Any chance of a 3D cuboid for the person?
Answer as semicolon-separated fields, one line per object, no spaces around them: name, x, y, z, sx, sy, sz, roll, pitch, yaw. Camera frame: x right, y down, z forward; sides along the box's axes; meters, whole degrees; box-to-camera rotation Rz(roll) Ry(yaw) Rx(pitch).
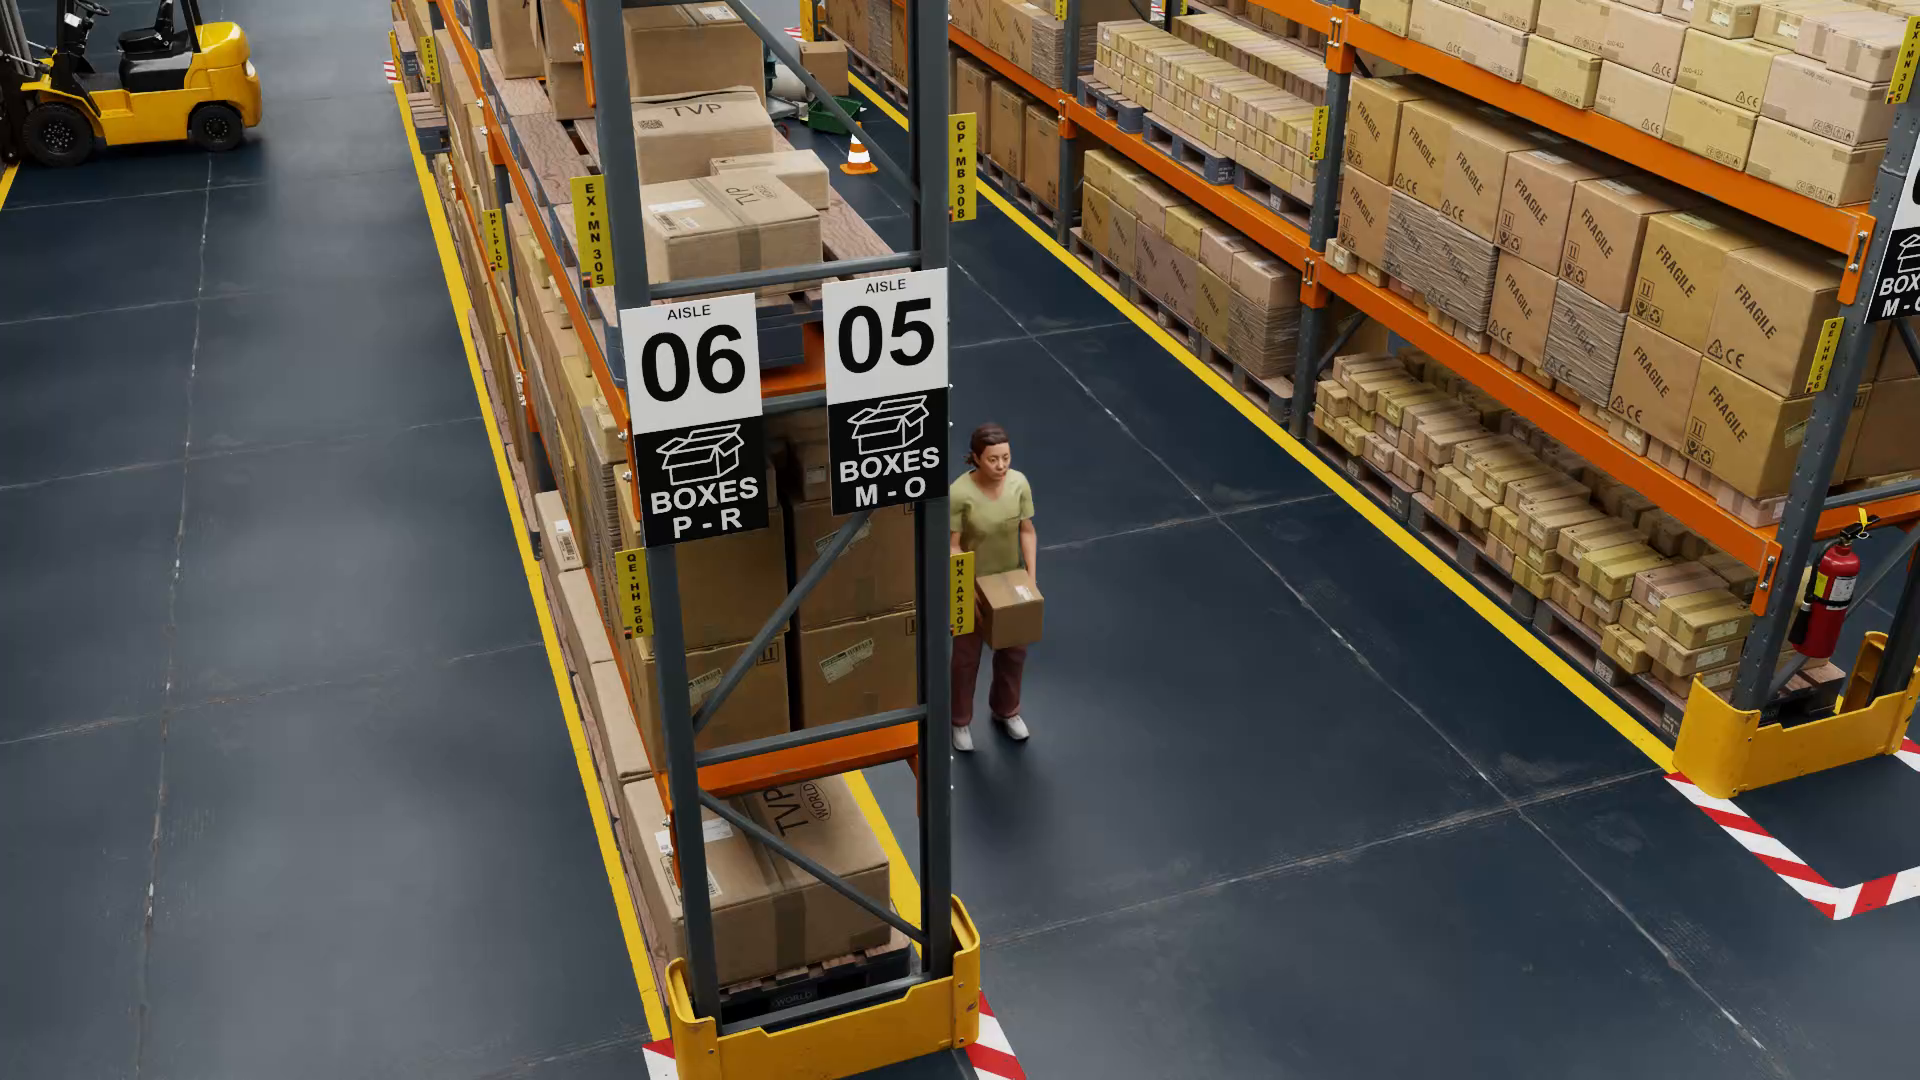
person;0.152;0.227;7.944;0.468;1.675;0.435;-10;31;-17
